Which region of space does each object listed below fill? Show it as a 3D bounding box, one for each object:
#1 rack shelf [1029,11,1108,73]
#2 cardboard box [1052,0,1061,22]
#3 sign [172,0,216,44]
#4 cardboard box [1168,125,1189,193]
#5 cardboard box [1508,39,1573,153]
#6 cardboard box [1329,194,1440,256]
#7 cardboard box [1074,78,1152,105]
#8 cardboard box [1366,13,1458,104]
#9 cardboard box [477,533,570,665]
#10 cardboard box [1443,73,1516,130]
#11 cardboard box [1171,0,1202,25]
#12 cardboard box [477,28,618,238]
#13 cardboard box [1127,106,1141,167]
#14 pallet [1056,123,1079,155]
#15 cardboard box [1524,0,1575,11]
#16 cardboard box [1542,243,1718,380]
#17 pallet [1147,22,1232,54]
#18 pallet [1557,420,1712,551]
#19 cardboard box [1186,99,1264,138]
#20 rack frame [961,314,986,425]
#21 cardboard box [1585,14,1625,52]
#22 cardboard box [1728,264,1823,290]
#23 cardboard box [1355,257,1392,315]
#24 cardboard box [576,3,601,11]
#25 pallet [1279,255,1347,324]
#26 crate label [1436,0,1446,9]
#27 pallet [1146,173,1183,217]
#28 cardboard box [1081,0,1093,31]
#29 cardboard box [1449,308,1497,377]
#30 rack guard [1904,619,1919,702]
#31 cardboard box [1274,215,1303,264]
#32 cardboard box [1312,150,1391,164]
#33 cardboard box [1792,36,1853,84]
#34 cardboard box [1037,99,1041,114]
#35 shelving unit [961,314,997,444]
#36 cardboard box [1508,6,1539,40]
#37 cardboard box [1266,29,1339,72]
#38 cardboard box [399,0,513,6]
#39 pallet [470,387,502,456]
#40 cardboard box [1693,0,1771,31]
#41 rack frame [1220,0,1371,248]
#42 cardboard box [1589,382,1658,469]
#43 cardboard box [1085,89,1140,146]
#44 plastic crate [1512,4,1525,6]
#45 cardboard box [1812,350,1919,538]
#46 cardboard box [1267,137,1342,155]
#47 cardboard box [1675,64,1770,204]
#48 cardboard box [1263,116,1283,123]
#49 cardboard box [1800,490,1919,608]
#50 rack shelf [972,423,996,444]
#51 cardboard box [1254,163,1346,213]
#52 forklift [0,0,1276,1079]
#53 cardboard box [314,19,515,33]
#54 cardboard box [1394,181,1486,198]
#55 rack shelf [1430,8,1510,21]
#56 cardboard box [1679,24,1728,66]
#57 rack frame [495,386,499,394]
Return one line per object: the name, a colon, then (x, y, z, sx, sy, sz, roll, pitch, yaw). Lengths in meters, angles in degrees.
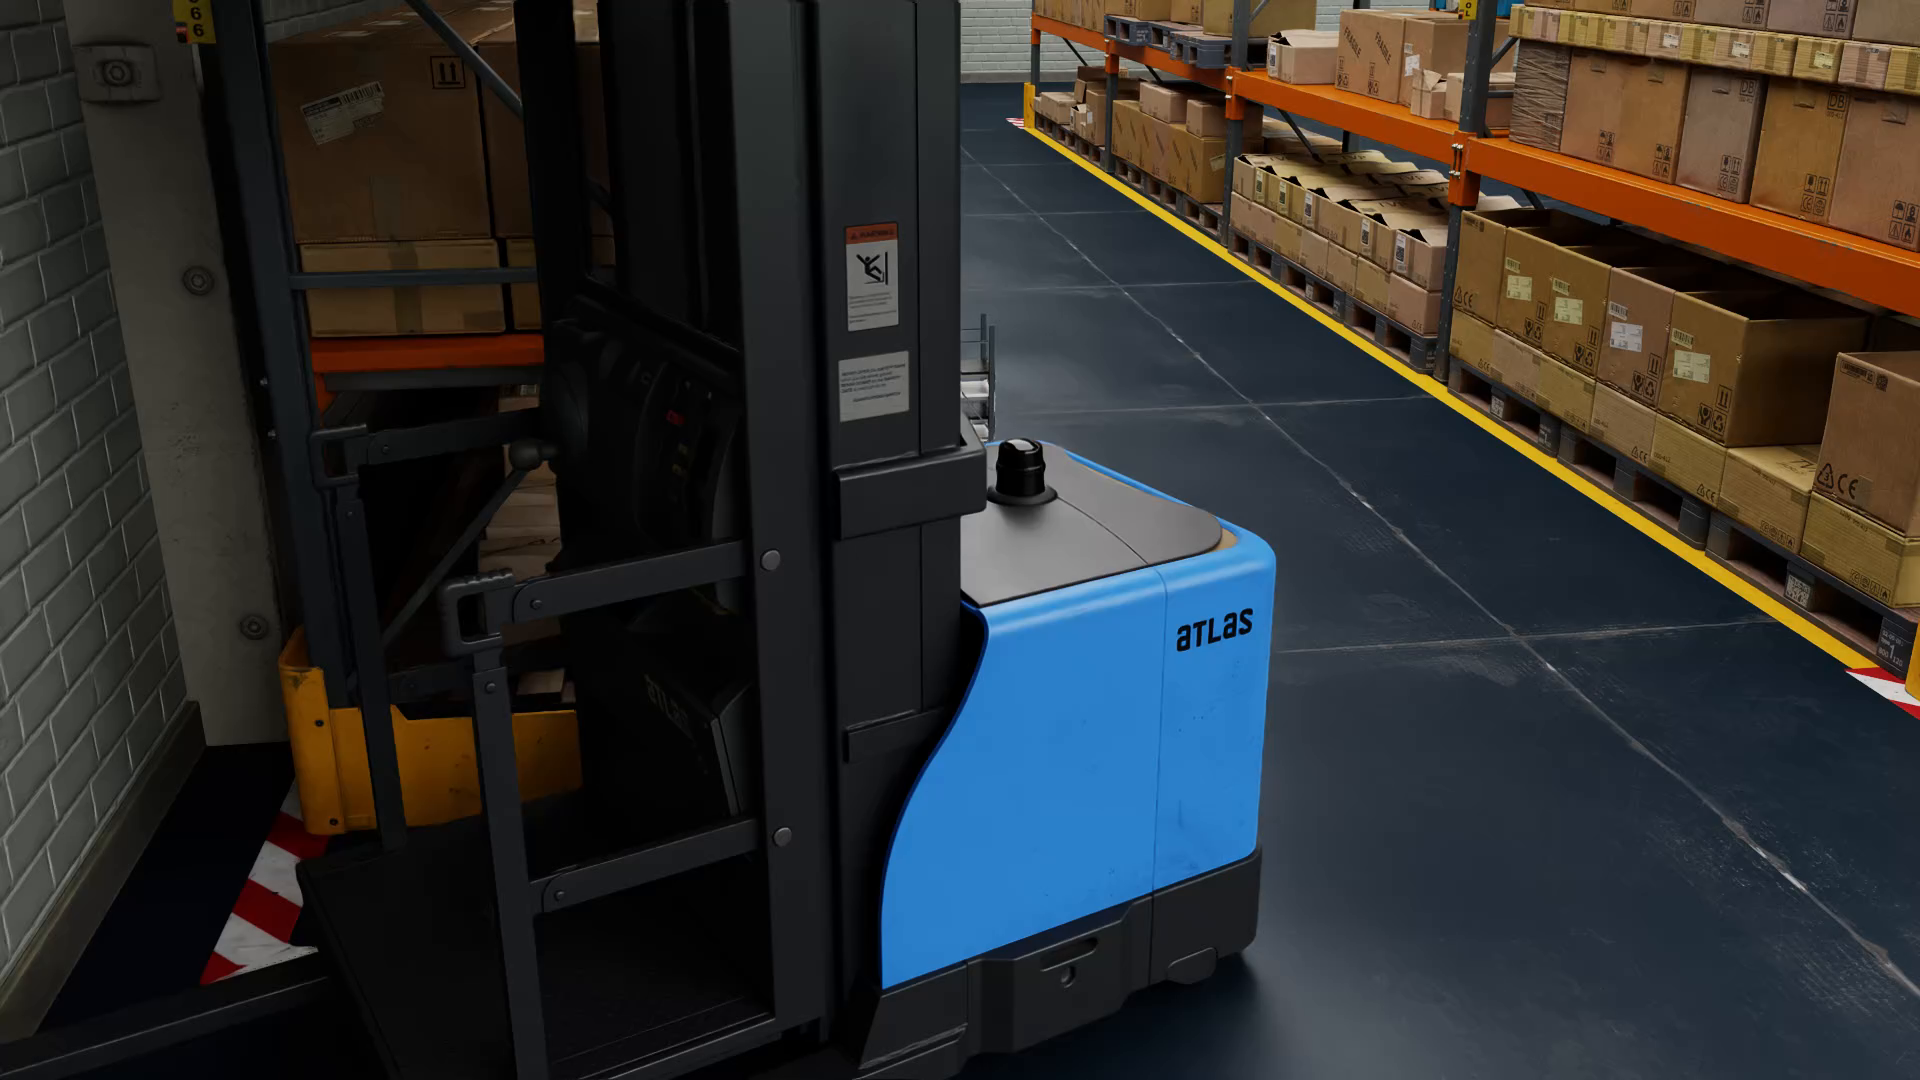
rack shelf: (1.642, -5.418, 17.962, 1.077, 0.370, 4.000, -3, 21, -8)
cardboard box: (1.306, -5.975, 18.283, 0.500, 0.500, 0.500, -3, 21, -8)
sign: (-1.793, -1.326, 3.872, 0.100, 0.325, 0.005, -3, 21, -8)
cardboard box: (2.066, -3.204, 13.950, 0.500, 0.500, 0.500, -4, 21, -10)
cardboard box: (3.154, -2.186, 8.139, 0.700, 0.500, 0.500, -3, 21, -9)
cardboard box: (2.591, -1.942, 10.157, 0.500, 0.311, 0.500, -3, 21, -8)
cardboard box: (1.654, -4.749, 18.083, 0.797, 0.503, 0.637, -3, 21, -8)
cardboard box: (2.841, -2.962, 10.216, 0.500, 0.500, 0.500, -3, 21, -8)
cardboard box: (-1.252, 0.153, 5.233, 0.500, 0.311, 0.500, -5, 21, -14)
cardboard box: (2.969, -2.390, 9.043, 0.500, 0.250, 0.500, -2, 21, -4)
cardboard box: (2.246, -4.697, 14.262, 0.700, 0.500, 0.500, -8, 22, -21)
cardboard box: (-1.013, -1.127, 4.561, 0.500, 0.500, 0.500, -3, 21, -8)
cardboard box: (1.847, -3.733, 15.369, 0.500, 0.500, 0.500, -3, 21, -7)
pallet: (1.653, -4.417, 18.241, 1.003, 0.211, 1.213, -3, 21, -8)
cardboard box: (3.154, -2.794, 7.912, 0.700, 0.500, 0.500, -3, 21, -7)
cardboard box: (2.985, -1.030, 7.444, 0.500, 0.500, 0.500, -3, 21, -8)
pallet: (2.222, -4.260, 14.110, 1.003, 0.211, 1.213, -3, 21, -8)
pallet: (3.336, -0.285, 7.178, 1.003, 0.211, 1.213, -3, 21, -8)
cardboard box: (2.128, -3.395, 13.391, 0.500, 0.250, 0.500, -2, 21, -6)
rack frame: (-0.016, -0.460, 6.660, 0.240, 0.900, 0.006, -3, 21, -8)
cardboard box: (3.045, -2.273, 7.446, 0.380, 0.149, 0.250, -3, 21, -8)
cardboard box: (3.589, -0.884, 7.053, 0.500, 0.500, 0.500, -3, 21, -8)
cardboard box: (2.666, -1.505, 9.789, 0.500, 0.250, 0.500, -3, 21, -9)
cardboard box: (-1.228, -1.656, 5.977, 0.500, 0.500, 0.500, -2, 21, -6)
pallet: (2.760, -1.662, 10.866, 1.003, 0.211, 1.213, -3, 21, -8)
crate label: (5.966, -6.543, 20.102, 0.416, 0.233, 0.303, -3, 21, -8)
pallet: (2.264, -3.053, 14.588, 1.003, 0.211, 1.213, -3, 21, -8)
cardboard box: (1.529, -5.448, 16.872, 0.500, 0.500, 0.500, -2, 21, -6)
cardboard box: (2.850, -1.025, 8.503, 0.500, 0.250, 0.500, -3, 21, -8)
rack guard: (3.664, 0.272, 5.274, 1.175, 0.500, 0.348, -3, 21, -8)
cardboard box: (2.446, -2.036, 11.210, 0.500, 0.250, 0.500, -3, 21, -9)
cardboard box: (2.826, -2.680, 12.132, 0.500, 0.311, 0.500, -2, 21, -6)
cardboard box: (3.268, -1.738, 6.012, 0.380, 0.149, 0.250, -2, 21, -6)
cardboard box: (1.110, -5.077, 19.443, 0.380, 0.166, 0.250, -3, 21, -8)
shelving unit: (-0.001, -0.424, 6.566, 0.258, 0.900, 0.210, -3, 21, -8)
cardboard box: (2.931, -2.540, 8.160, 0.380, 0.149, 0.250, -3, 21, -8)
cardboard box: (2.516, -3.507, 11.947, 0.500, 0.311, 0.500, -2, 21, -4)
cardboard box: (-1.819, -1.806, 6.379, 0.500, 0.500, 0.500, -2, 21, -6)
pallet: (-1.686, -0.504, 7.764, 1.003, 0.211, 1.213, -3, 21, -8)
cardboard box: (3.371, -2.272, 6.516, 0.700, 0.500, 0.500, -3, 21, -8)
rack frame: (2.507, -3.677, 12.275, 1.000, 3.000, 0.127, -3, 21, -8)
cardboard box: (3.062, -0.506, 7.112, 0.500, 0.250, 0.500, -3, 21, -8)
cardboard box: (1.568, -4.280, 16.833, 0.500, 0.500, 0.500, -3, 21, -8)
plastic crate: (6.284, -5.803, 18.257, 0.293, 0.136, 0.466, -3, 21, -8)
cardboard box: (3.288, -0.338, 5.592, 0.500, 0.500, 0.500, -3, 21, -8)
cardboard box: (2.724, -2.884, 13.095, 0.500, 0.500, 0.500, -2, 21, -5)
cardboard box: (3.380, -1.652, 6.710, 0.700, 0.500, 0.500, -2, 21, -6)
cardboard box: (2.495, -3.420, 14.529, 0.500, 0.500, 0.500, -4, 21, -10)
cardboard box: (3.291, 0.013, 5.723, 0.500, 0.250, 0.500, -3, 21, -8)
rack shelf: (-0.001, -0.393, 6.578, 0.258, 0.077, 0.200, -3, 21, -8)
cardboard box: (2.376, -2.471, 11.573, 0.500, 0.311, 0.500, -3, 21, -9)
forklift: (-0.812, -0.236, 3.160, 3.031, 2.935, 1.130, -12, 24, -29)
cardboard box: (-1.582, -1.274, 4.954, 0.500, 0.500, 0.500, -3, 21, -7)
cardboard box: (3.048, -2.152, 10.718, 0.500, 0.311, 0.500, -2, 21, -6)
rack shelf: (6.544, -5.666, 18.628, 1.077, 0.370, 4.000, -3, 21, -8)
cardboard box: (3.158, -2.004, 6.725, 0.380, 0.149, 0.250, -3, 21, -8)
rack frame: (-1.818, -2.041, 7.894, 1.000, 3.000, 0.127, -3, 21, -8)
